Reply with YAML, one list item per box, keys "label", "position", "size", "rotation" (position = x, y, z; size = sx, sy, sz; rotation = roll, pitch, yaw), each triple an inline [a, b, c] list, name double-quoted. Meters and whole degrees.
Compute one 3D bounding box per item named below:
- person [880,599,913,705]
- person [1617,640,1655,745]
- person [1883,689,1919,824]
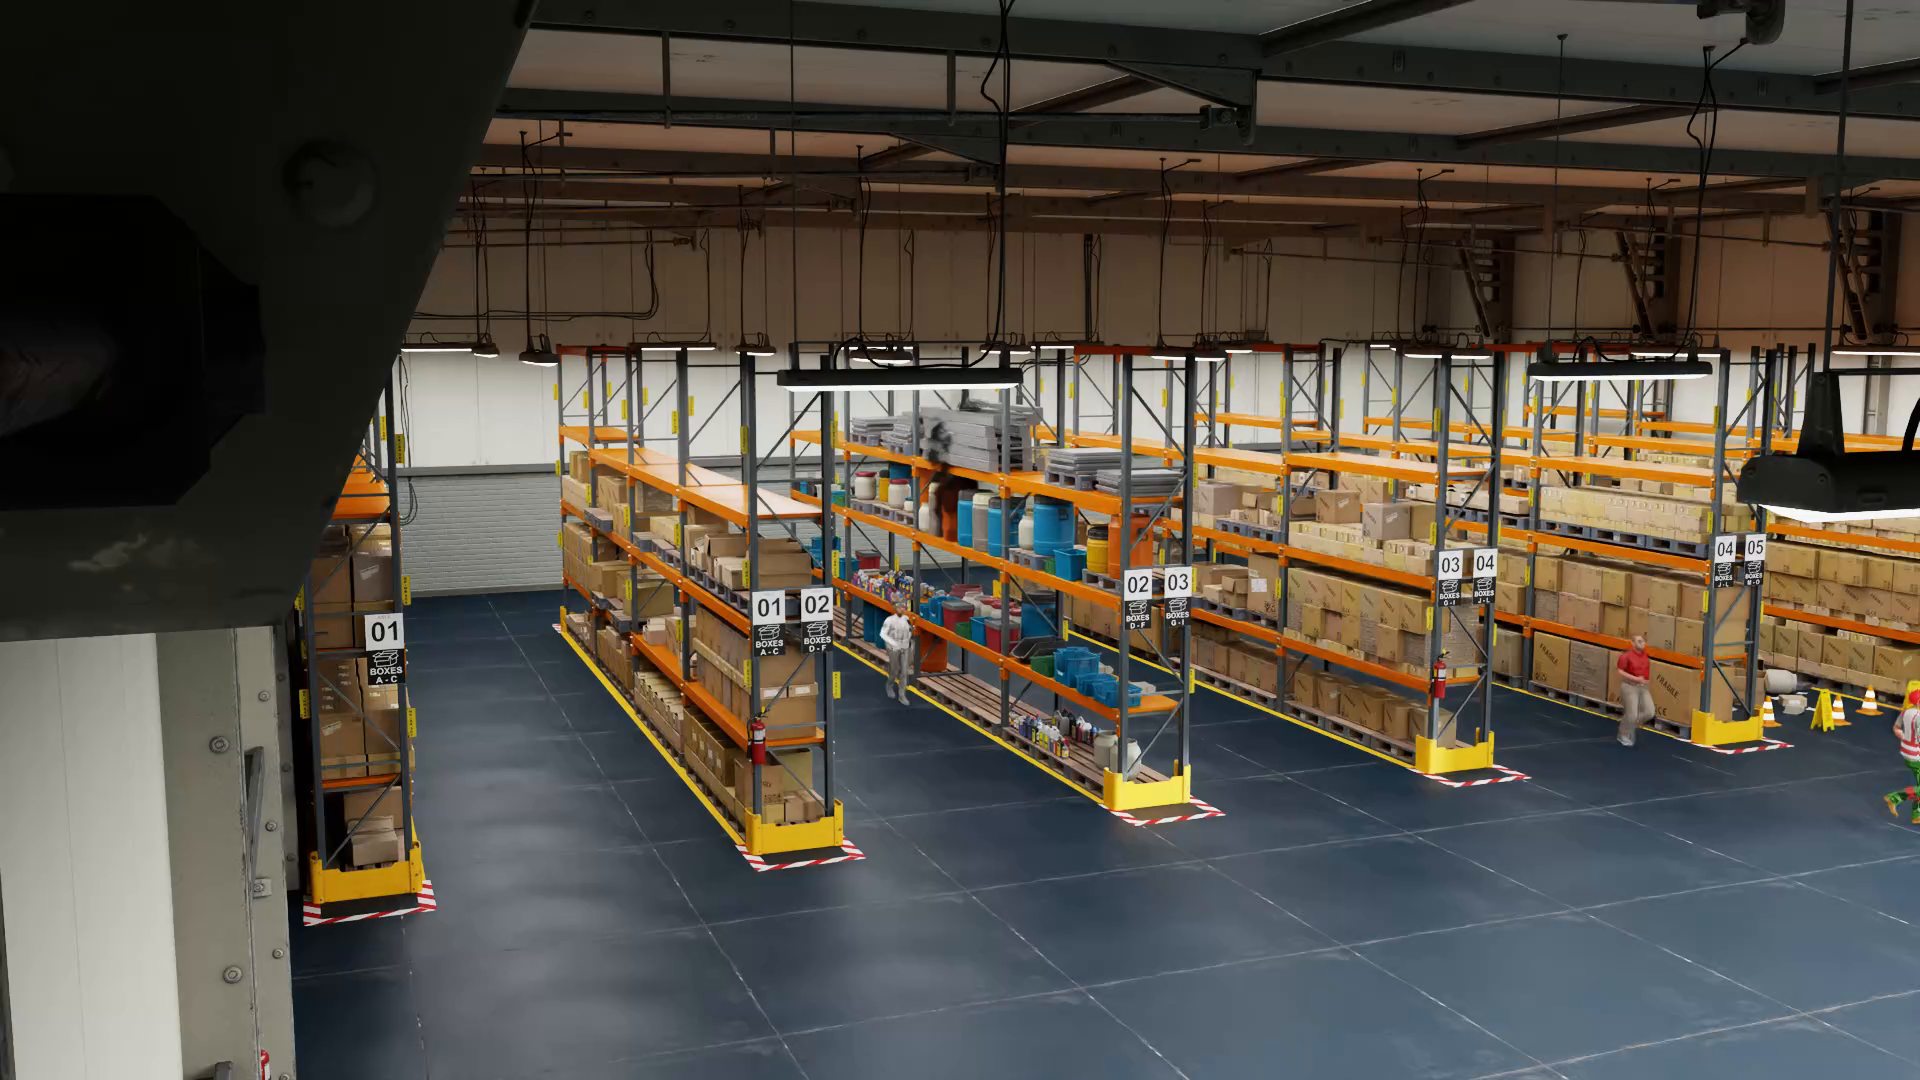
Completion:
- label: "person"
  position: [-1.004, 1.787, 27.042]
  size: [0.623, 1.706, 0.725]
  rotation: [-3, 8, -25]
- label: "person"
  position: [10.276, 2.317, 25.301]
  size: [0.422, 1.645, 0.501]
  rotation: [-3, 8, -24]
- label: "person"
  position: [12.182, 2.770, 21.258]
  size: [0.712, 1.748, 0.656]
  rotation: [1, 7, 7]
